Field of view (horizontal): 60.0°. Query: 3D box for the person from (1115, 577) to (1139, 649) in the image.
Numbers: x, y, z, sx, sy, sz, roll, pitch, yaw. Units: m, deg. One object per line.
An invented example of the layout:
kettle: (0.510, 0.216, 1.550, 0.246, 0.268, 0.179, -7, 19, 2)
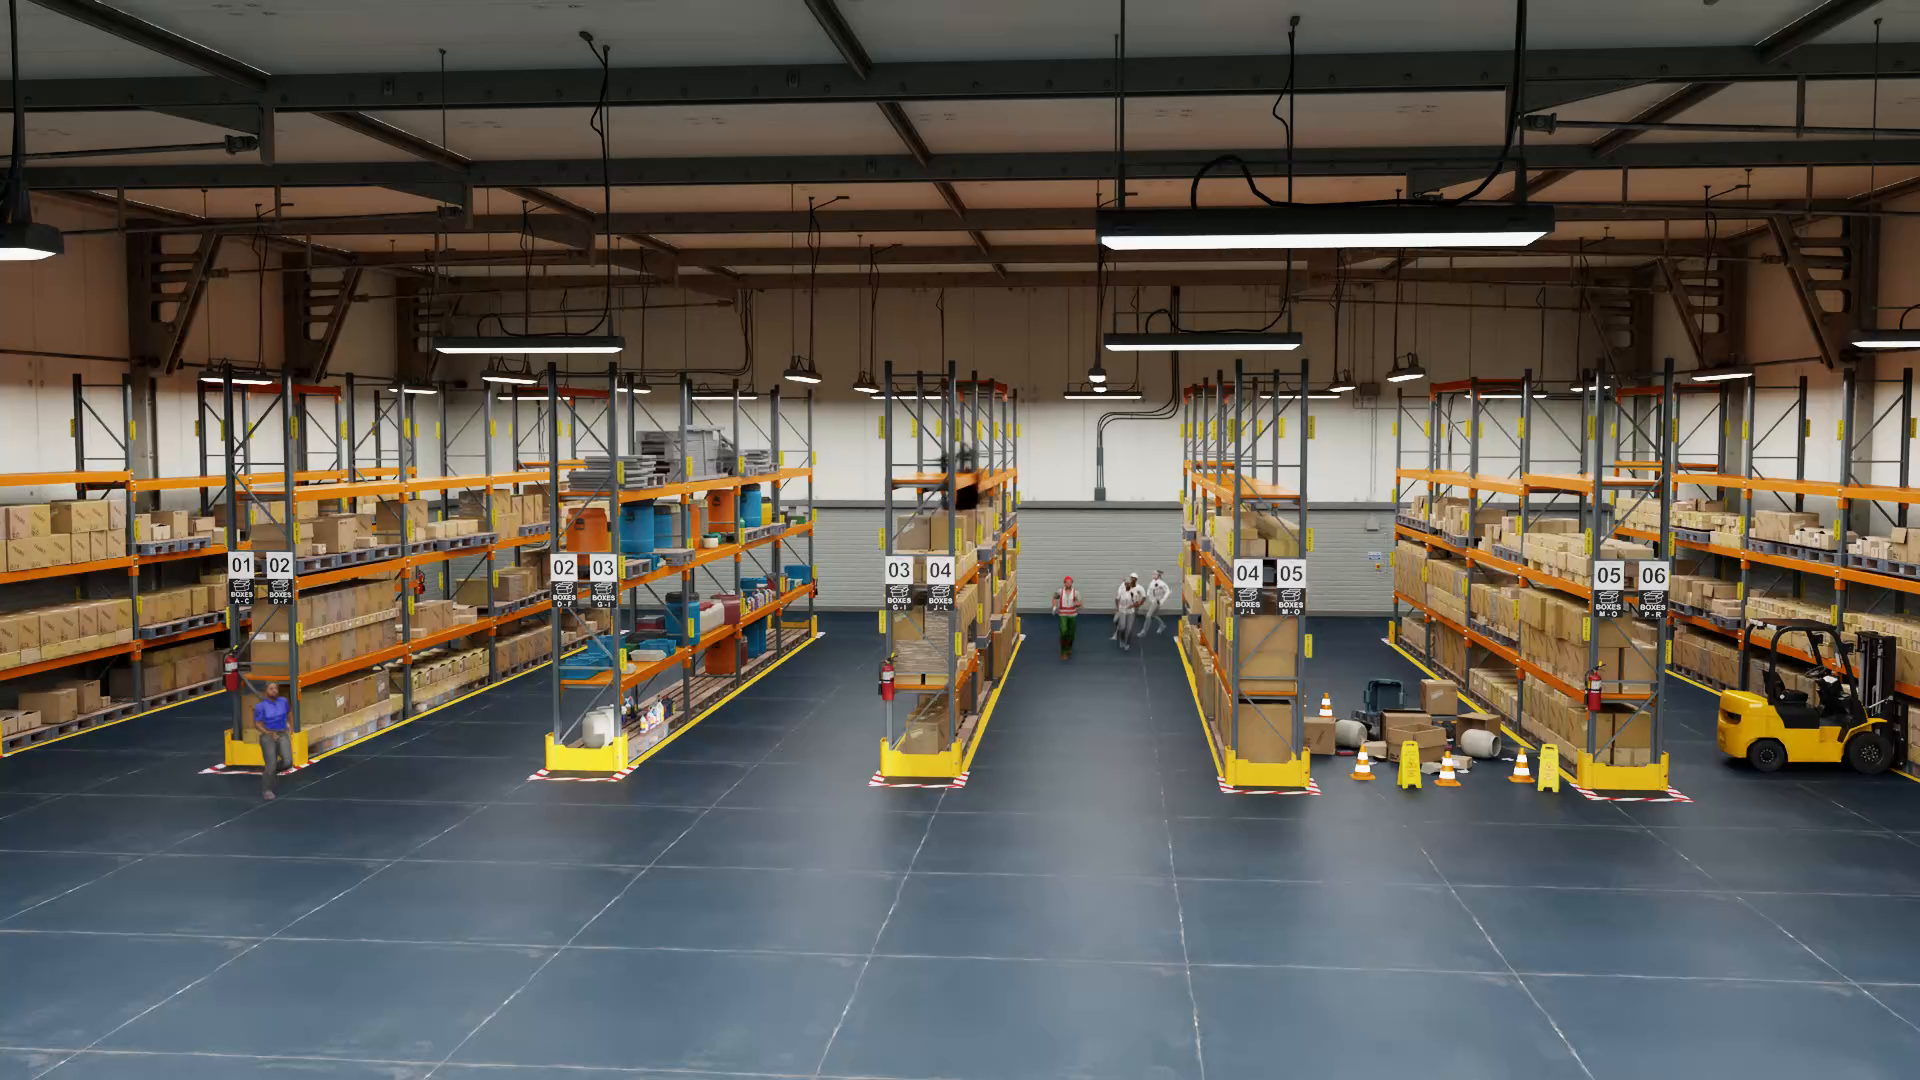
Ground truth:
person: (3.802, 1.673, 37.825, 0.550, 1.665, 0.614, 0, 4, 5)

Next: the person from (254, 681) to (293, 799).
person: (-9.292, 2.717, 22.617, 0.598, 1.613, 0.602, 4, 5, 44)

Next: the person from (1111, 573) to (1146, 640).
person: (4.001, 1.581, 39.622, 0.797, 1.633, 0.562, 2, 4, 33)

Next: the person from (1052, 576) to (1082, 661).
person: (2.355, 1.706, 36.470, 0.649, 1.848, 0.799, 0, 4, -3)

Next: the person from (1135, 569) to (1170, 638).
person: (4.713, 1.516, 40.186, 0.923, 1.667, 0.671, -2, 4, -25)
